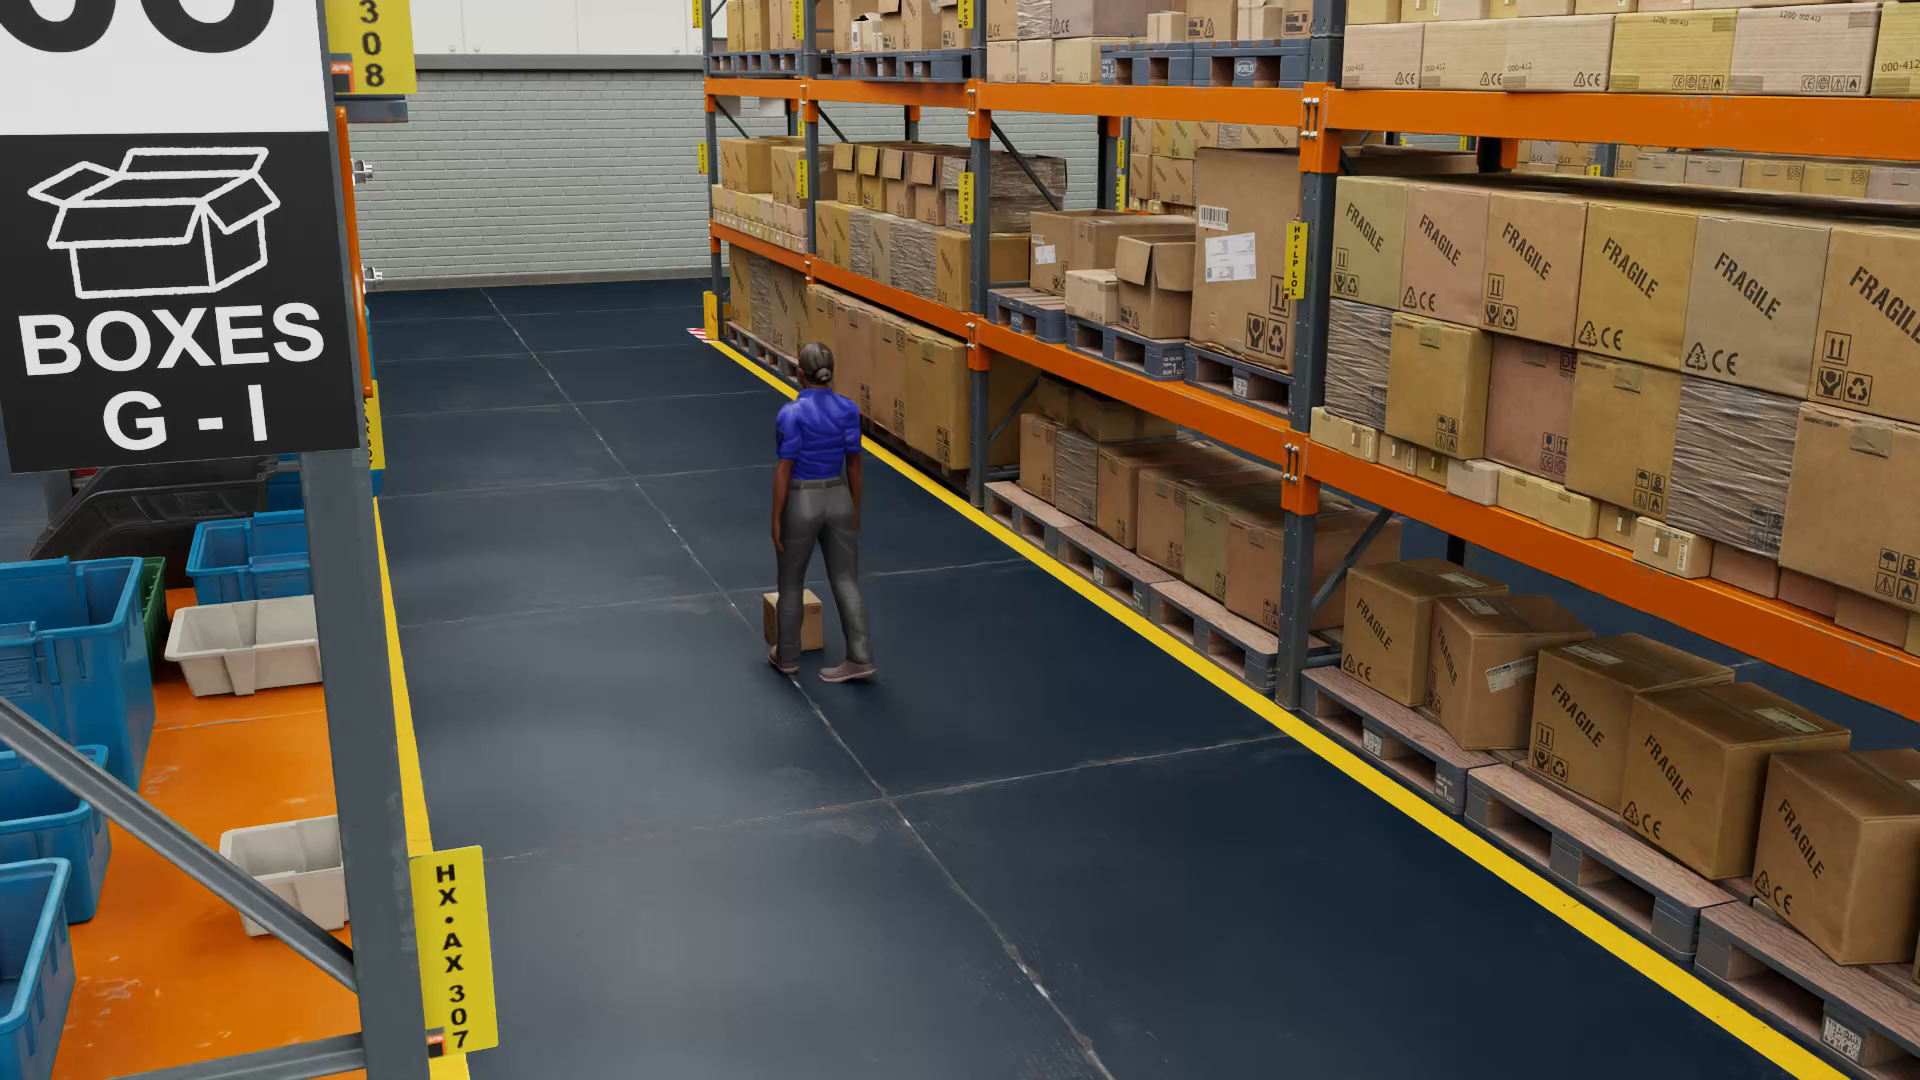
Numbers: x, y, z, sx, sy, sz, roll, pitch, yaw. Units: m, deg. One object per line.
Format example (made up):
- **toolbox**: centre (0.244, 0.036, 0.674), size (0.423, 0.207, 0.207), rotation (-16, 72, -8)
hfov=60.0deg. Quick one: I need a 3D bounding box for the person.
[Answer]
- **person**: centre (-0.723, -0.132, 8.033), size (0.470, 1.676, 0.592), rotation (-10, 18, -30)
